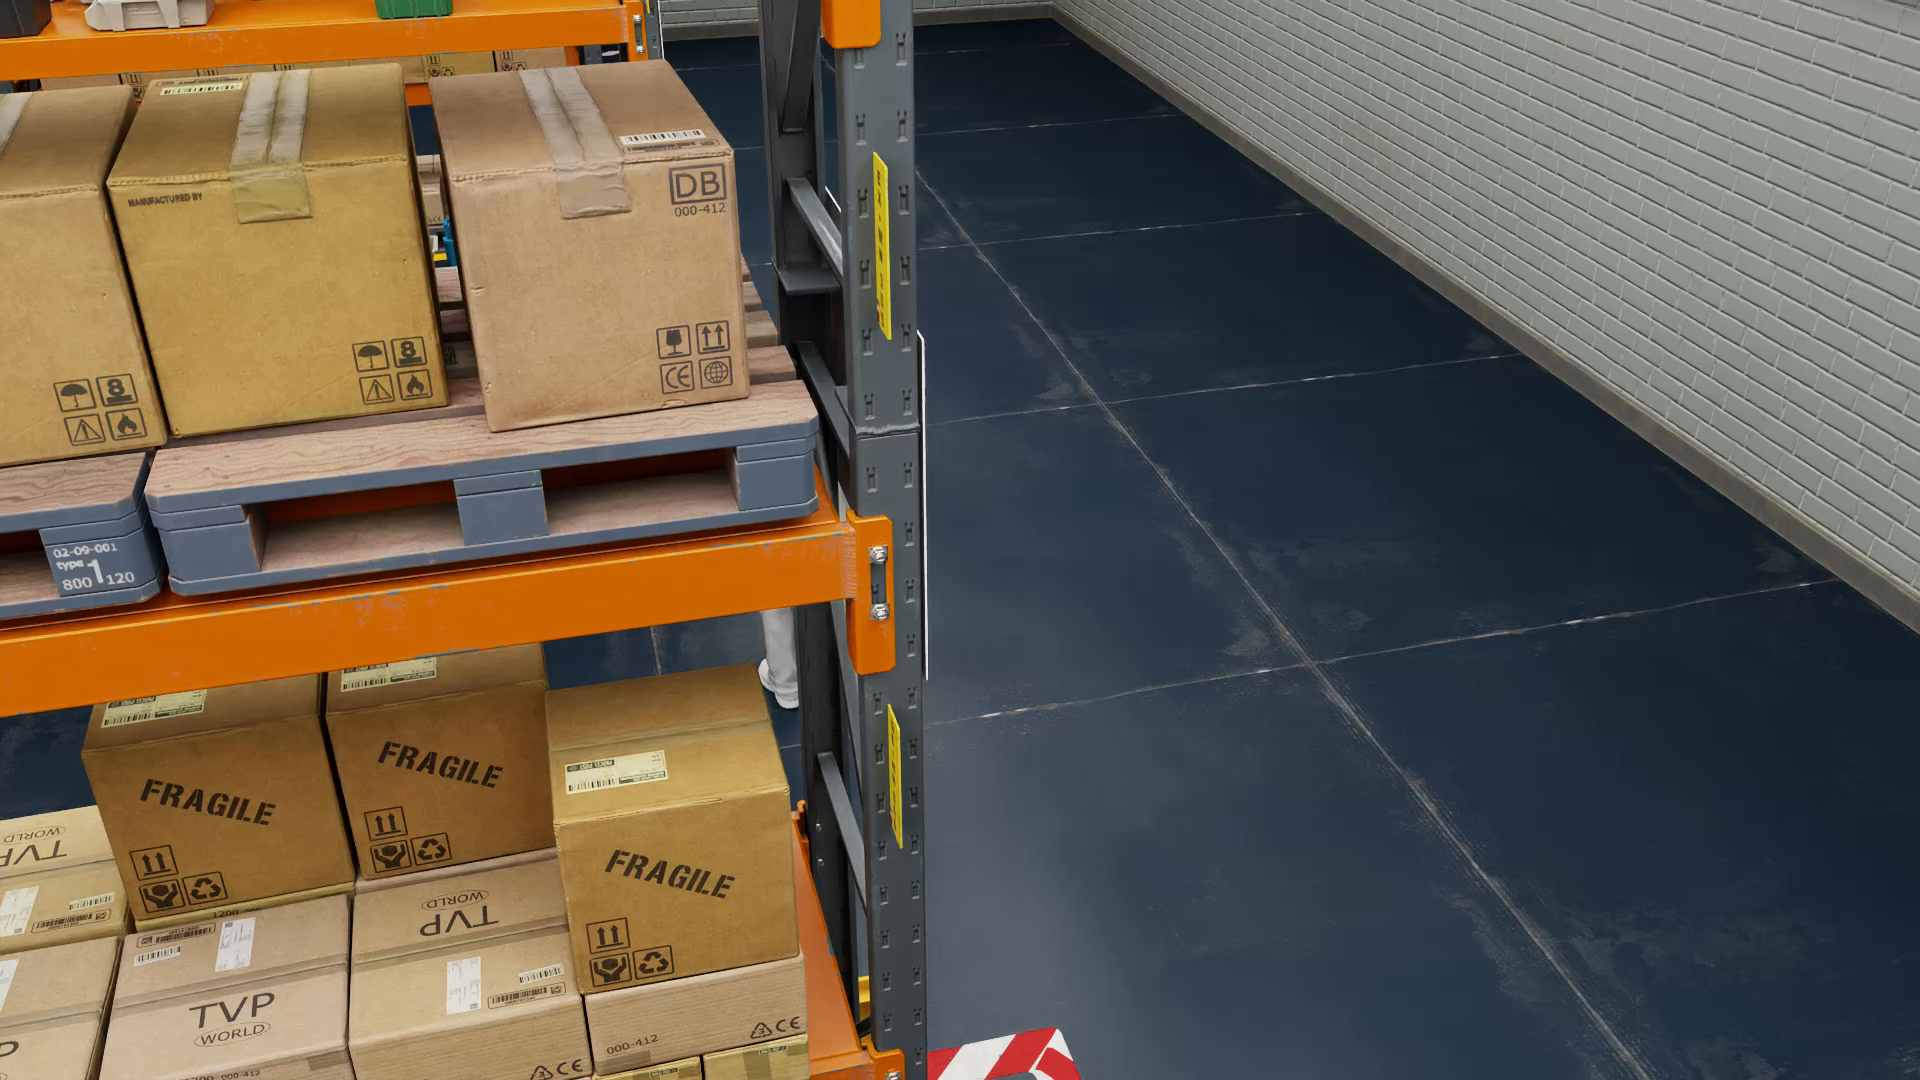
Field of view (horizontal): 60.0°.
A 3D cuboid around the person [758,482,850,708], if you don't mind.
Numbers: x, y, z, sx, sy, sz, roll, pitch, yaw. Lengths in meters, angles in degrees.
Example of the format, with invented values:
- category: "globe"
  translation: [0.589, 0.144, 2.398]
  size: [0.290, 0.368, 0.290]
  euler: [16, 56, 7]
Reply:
- category: "person"
  translation: [-0.720, -0.082, 7.288]
  size: [0.653, 1.774, 0.416]
  euler: [-8, 31, -14]
